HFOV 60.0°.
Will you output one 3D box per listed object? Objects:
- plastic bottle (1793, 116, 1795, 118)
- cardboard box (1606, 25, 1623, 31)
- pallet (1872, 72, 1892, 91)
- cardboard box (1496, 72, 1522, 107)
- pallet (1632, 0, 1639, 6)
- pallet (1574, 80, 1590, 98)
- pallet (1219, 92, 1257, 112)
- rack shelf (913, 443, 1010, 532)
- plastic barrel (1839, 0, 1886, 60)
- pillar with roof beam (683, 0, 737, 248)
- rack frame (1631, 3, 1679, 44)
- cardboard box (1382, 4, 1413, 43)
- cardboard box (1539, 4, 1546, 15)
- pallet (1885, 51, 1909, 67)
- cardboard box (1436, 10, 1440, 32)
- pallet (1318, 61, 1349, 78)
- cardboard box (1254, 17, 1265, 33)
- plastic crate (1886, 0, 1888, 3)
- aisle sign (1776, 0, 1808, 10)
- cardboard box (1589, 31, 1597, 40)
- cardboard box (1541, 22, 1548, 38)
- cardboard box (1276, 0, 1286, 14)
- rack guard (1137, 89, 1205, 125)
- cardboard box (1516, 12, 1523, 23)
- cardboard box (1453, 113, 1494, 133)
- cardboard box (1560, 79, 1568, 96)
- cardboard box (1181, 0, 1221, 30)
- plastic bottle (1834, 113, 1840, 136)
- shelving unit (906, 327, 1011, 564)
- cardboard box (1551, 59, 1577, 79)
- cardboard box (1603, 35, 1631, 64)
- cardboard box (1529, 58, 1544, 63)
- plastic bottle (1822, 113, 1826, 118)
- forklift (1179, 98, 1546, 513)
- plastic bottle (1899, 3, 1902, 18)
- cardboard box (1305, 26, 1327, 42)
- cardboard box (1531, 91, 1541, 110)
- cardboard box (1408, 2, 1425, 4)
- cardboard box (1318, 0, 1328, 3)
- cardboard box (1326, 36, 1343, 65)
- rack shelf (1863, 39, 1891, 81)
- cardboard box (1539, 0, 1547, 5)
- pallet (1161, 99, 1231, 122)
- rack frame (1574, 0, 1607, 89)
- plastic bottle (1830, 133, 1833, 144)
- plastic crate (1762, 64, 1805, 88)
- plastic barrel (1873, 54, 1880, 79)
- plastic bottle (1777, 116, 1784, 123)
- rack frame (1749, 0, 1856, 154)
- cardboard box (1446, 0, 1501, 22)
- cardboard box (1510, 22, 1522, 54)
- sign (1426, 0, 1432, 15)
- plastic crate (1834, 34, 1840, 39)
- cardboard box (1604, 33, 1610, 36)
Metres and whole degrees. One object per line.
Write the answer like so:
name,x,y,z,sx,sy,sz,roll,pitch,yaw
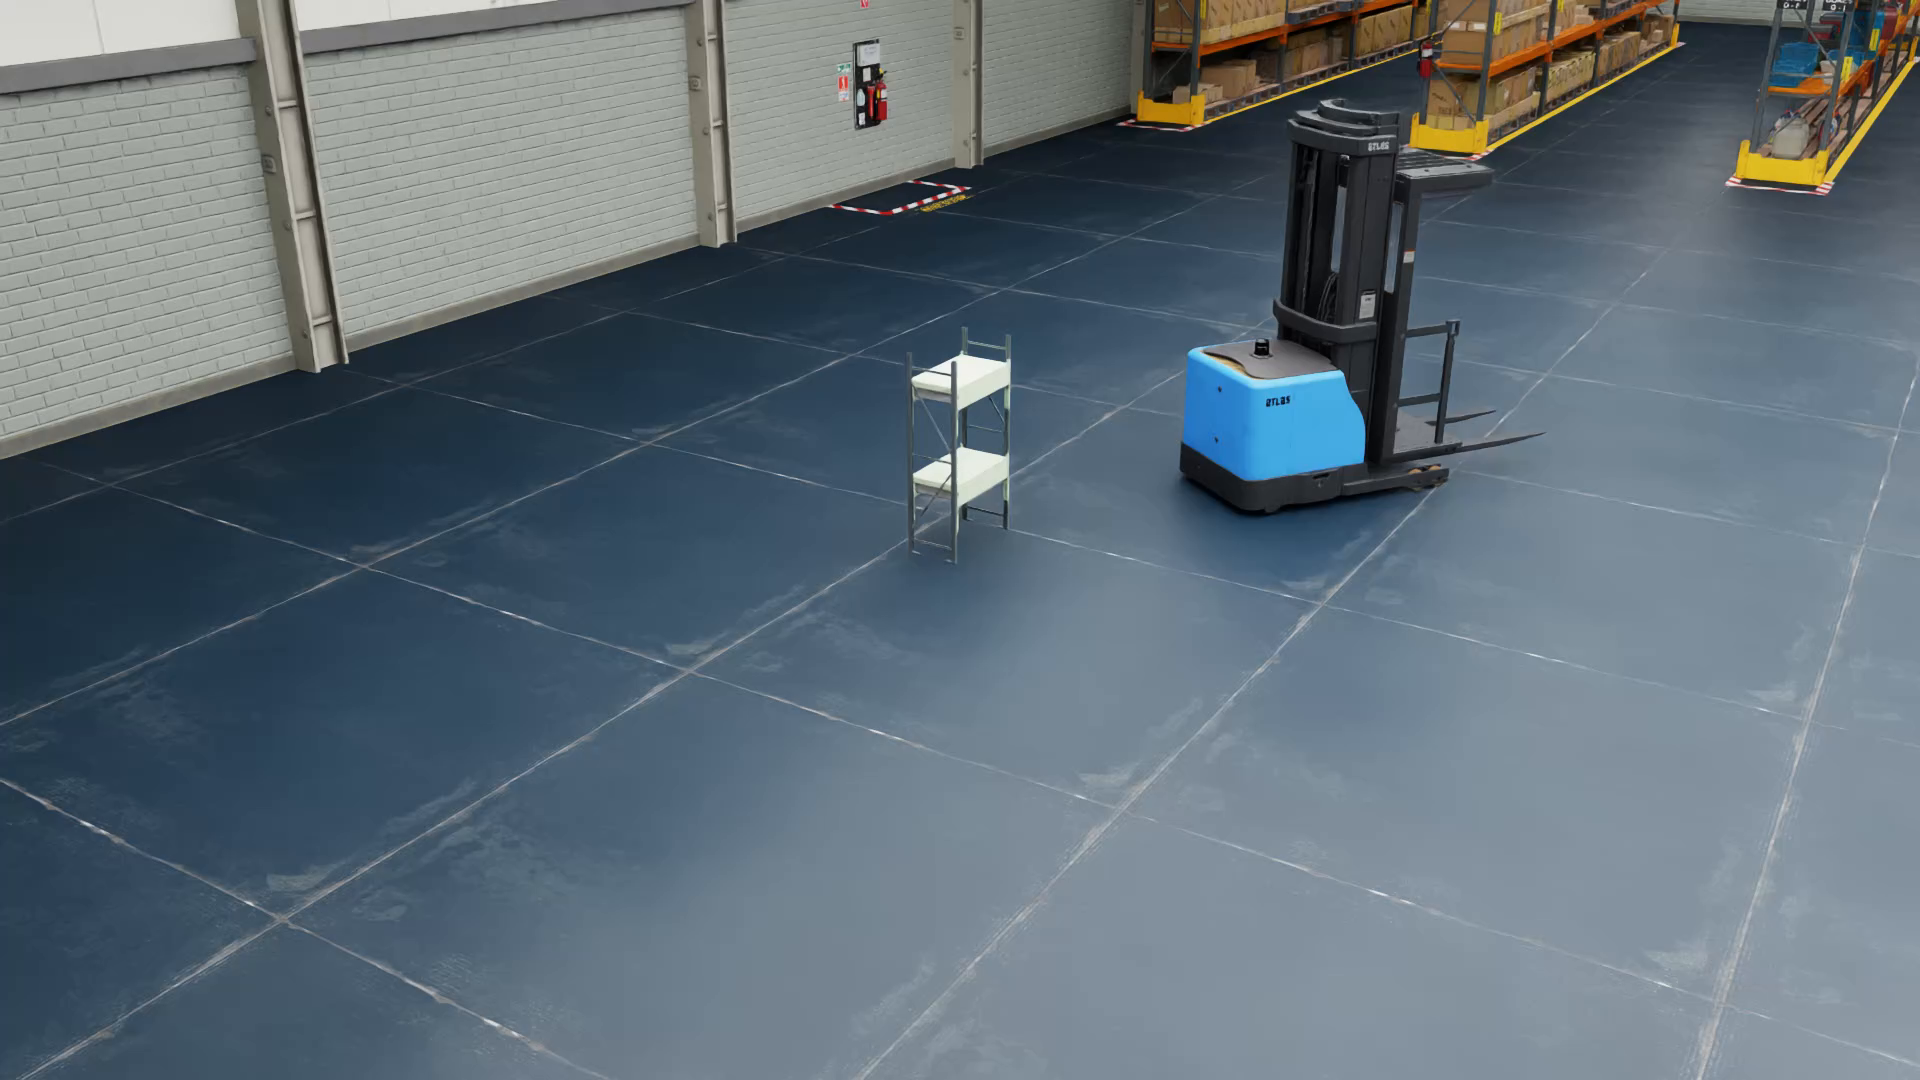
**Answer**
plastic bottle,13.434,-6.697,26.824,0.097,0.271,0.097,0,23,0
cardboard box,14.260,-11.053,36.598,0.500,0.500,0.500,14,27,29
pallet,17.964,-9.175,33.179,1.003,0.211,1.213,14,27,29
cardboard box,9.136,-7.611,28.044,0.500,0.500,0.500,14,27,29
pallet,13.686,-11.411,35.075,1.003,0.211,1.213,14,27,29
pallet,11.623,-8.847,32.420,1.003,0.211,1.213,14,27,29
pallet,4.803,-8.156,30.823,1.003,0.211,1.213,14,27,29
rack shelf,-0.004,-0.387,12.076,0.431,0.370,0.720,14,27,29
plastic barrel,14.648,-8.304,27.024,0.600,0.901,0.708,14,27,29
pillar with roof beam,0.622,-6.951,16.980,9.100,9.000,0.400,14,27,29
rack frame,16.310,-13.096,38.726,1.000,3.000,0.127,14,27,29
cardboard box,9.758,-11.742,37.776,0.750,0.750,0.750,14,27,30
cardboard box,9.887,-9.170,28.714,0.380,0.149,0.250,13,27,28
pallet,20.049,-10.507,36.255,1.003,0.211,1.213,14,27,29
cardboard box,11.012,-12.401,39.738,0.700,0.500,0.500,15,27,30
pallet,7.467,-9.890,34.829,1.003,0.211,1.213,14,27,29
cardboard box,5.256,-9.460,30.491,0.500,0.250,0.500,14,27,29
plastic crate,19.369,-11.157,34.319,0.437,0.282,0.530,14,27,29
aisle sign,11.786,-7.888,23.422,0.394,0.787,0.004,14,27,29
cardboard box,12.947,-10.526,34.437,0.500,0.250,0.500,13,27,28
cardboard box,10.203,-9.152,29.805,0.500,0.250,0.500,16,28,32
cardboard box,5.783,-10.143,31.124,0.500,0.500,0.500,14,27,29
rack guard,3.700,-7.611,29.202,1.175,0.500,0.348,14,27,29
cardboard box,9.072,-8.645,27.502,0.380,0.149,0.250,14,27,29
cardboard box,8.342,-6.761,27.025,0.500,0.250,0.500,14,27,29
cardboard box,10.945,-8.409,30.830,0.500,0.250,0.500,13,27,27
cardboard box,4.167,-9.115,28.750,0.500,0.500,0.500,14,27,29
plastic bottle,13.991,-6.650,26.617,0.144,0.351,0.185,12,26,26
shelving unit,-0.004,-0.686,11.947,0.431,1.500,0.755,14,27,29
cardboard box,11.220,-8.841,31.122,0.500,0.311,0.500,15,27,30
cardboard box,13.651,-10.240,34.721,0.500,0.500,0.500,14,27,30
cardboard box,10.753,-8.945,31.363,0.500,0.311,0.500,13,27,28
plastic bottle,13.969,-6.745,26.836,0.144,0.351,0.185,14,27,29
forklift,3.332,-1.918,12.991,3.031,2.935,1.130,-10,25,-21
plastic bottle,18.390,-10.365,32.563,0.061,0.283,0.133,14,27,29
cardboard box,7.191,-10.399,34.143,0.500,0.250,0.500,14,27,30
cardboard box,9.921,-7.774,29.366,0.500,0.250,0.500,14,27,29
cardboard box,10.910,-12.789,39.819,0.380,0.149,0.250,13,27,28
cardboard box,7.002,-11.095,33.423,0.700,0.500,0.500,14,27,29
cardboard box,7.545,-10.234,34.706,0.700,0.500,0.500,14,27,30
rack shelf,15.242,-8.351,28.672,1.077,0.370,4.000,14,27,29
cardboard box,9.752,-9.536,28.743,0.700,0.500,0.500,14,27,29
pallet,4.159,-7.745,29.876,1.003,0.211,1.213,14,27,29
rack frame,12.090,-10.396,32.489,1.000,3.000,0.127,14,27,29
plastic bottle,13.584,-6.304,26.004,0.097,0.201,0.097,0,23,0
plastic crate,12.086,-6.820,24.415,0.499,0.251,0.616,14,27,29
plastic barrel,17.732,-9.517,32.572,0.600,0.901,0.708,14,27,29
plastic bottle,12.986,-6.537,26.356,0.144,0.351,0.185,15,28,31
rack frame,12.077,-6.657,23.851,1.000,3.000,0.127,14,27,29
cardboard box,8.156,-8.510,26.373,0.700,0.500,0.500,14,27,29
cardboard box,8.942,-8.420,27.798,0.700,0.500,0.500,15,27,31
sign,7.417,-8.454,26.248,0.100,0.325,0.005,14,27,29
plastic crate,14.866,-8.556,28.506,0.450,0.188,0.662,14,27,29
cardboard box,13.466,-10.506,35.336,0.500,0.500,0.500,14,27,30
